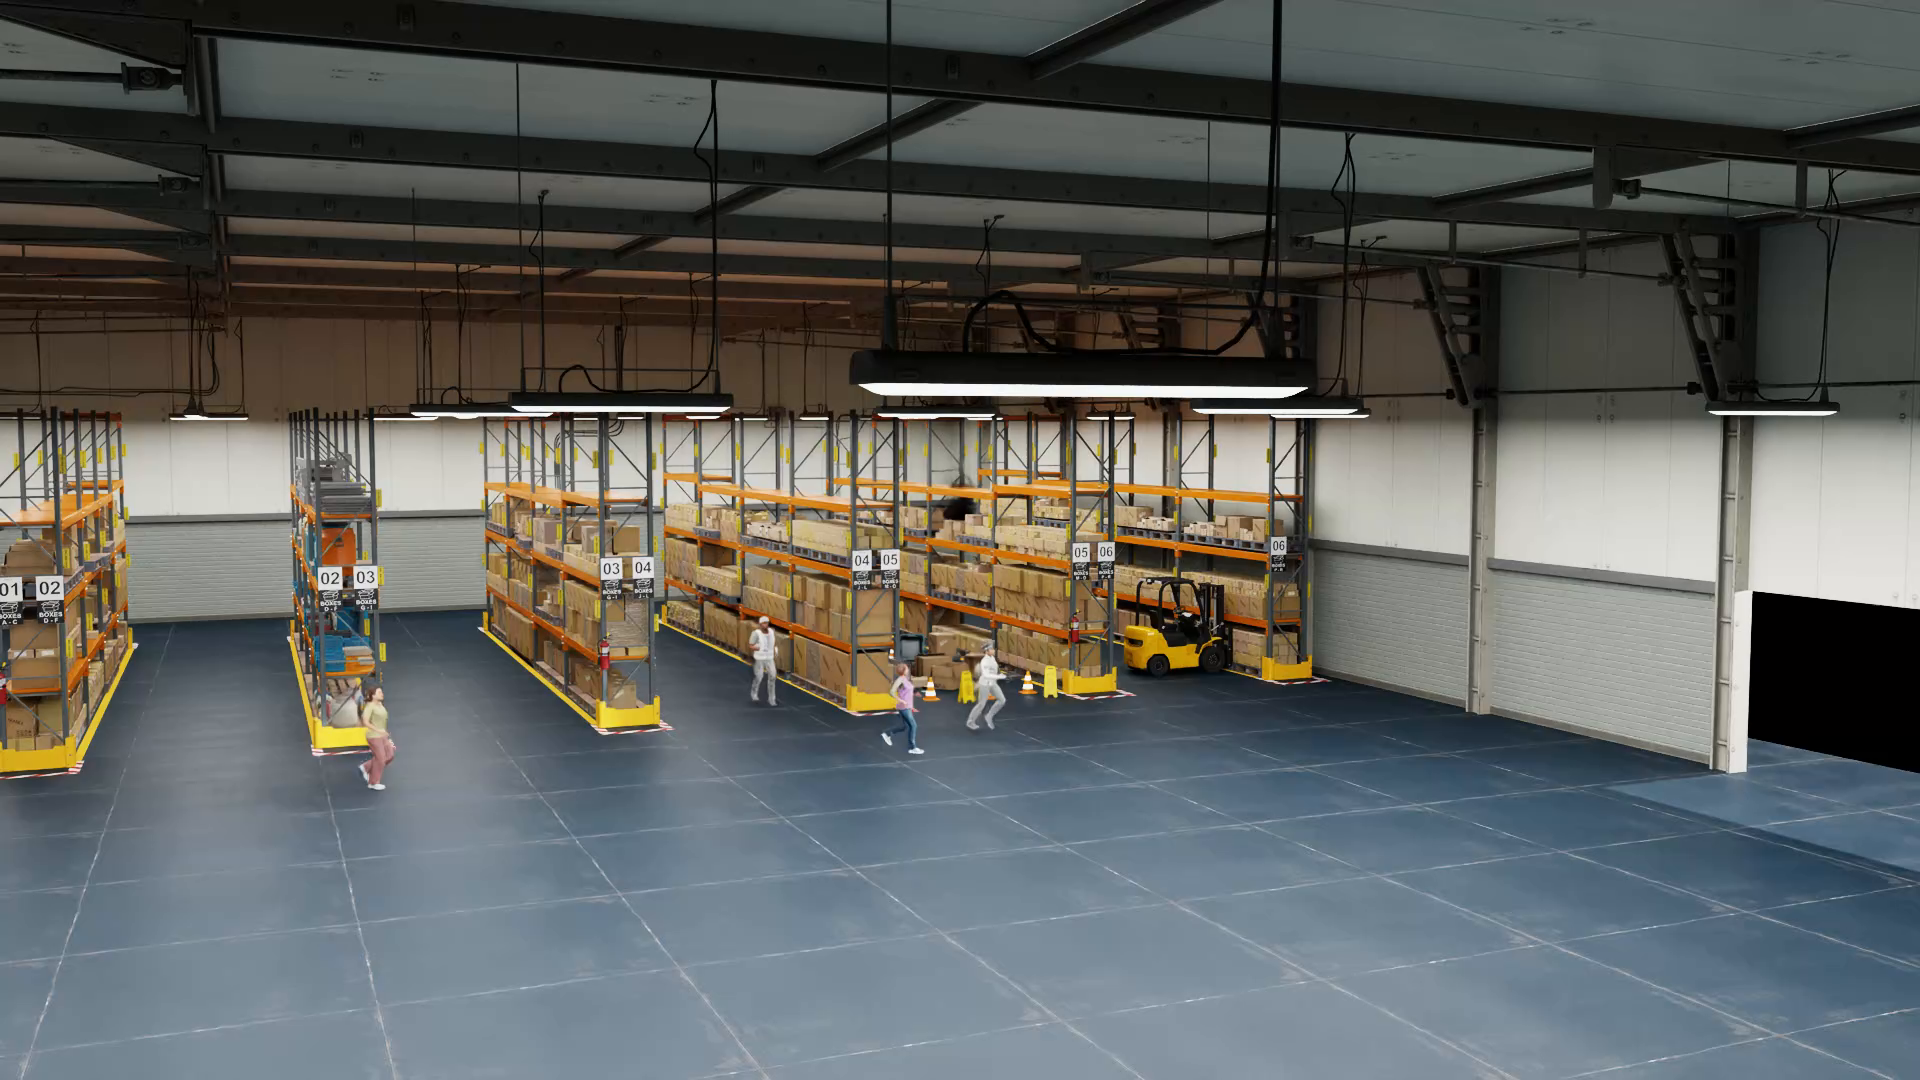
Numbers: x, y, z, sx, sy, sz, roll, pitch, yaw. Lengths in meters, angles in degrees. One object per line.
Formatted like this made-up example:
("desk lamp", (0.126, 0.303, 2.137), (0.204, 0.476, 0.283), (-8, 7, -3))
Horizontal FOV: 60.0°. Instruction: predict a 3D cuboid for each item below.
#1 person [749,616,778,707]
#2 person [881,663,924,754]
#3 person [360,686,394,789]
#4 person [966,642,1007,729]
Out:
("person", (-3.993, 2.469, 33.872), (0.707, 1.859, 0.784), (-3, 5, -34))
("person", (-1.004, 2.914, 28.852), (0.792, 1.566, 0.548), (1, 4, 14))
("person", (-9.175, 3.086, 26.076), (0.569, 1.630, 0.610), (0, 4, 6))
("person", (0.531, 2.700, 30.964), (0.815, 1.653, 0.619), (2, 5, 28))
